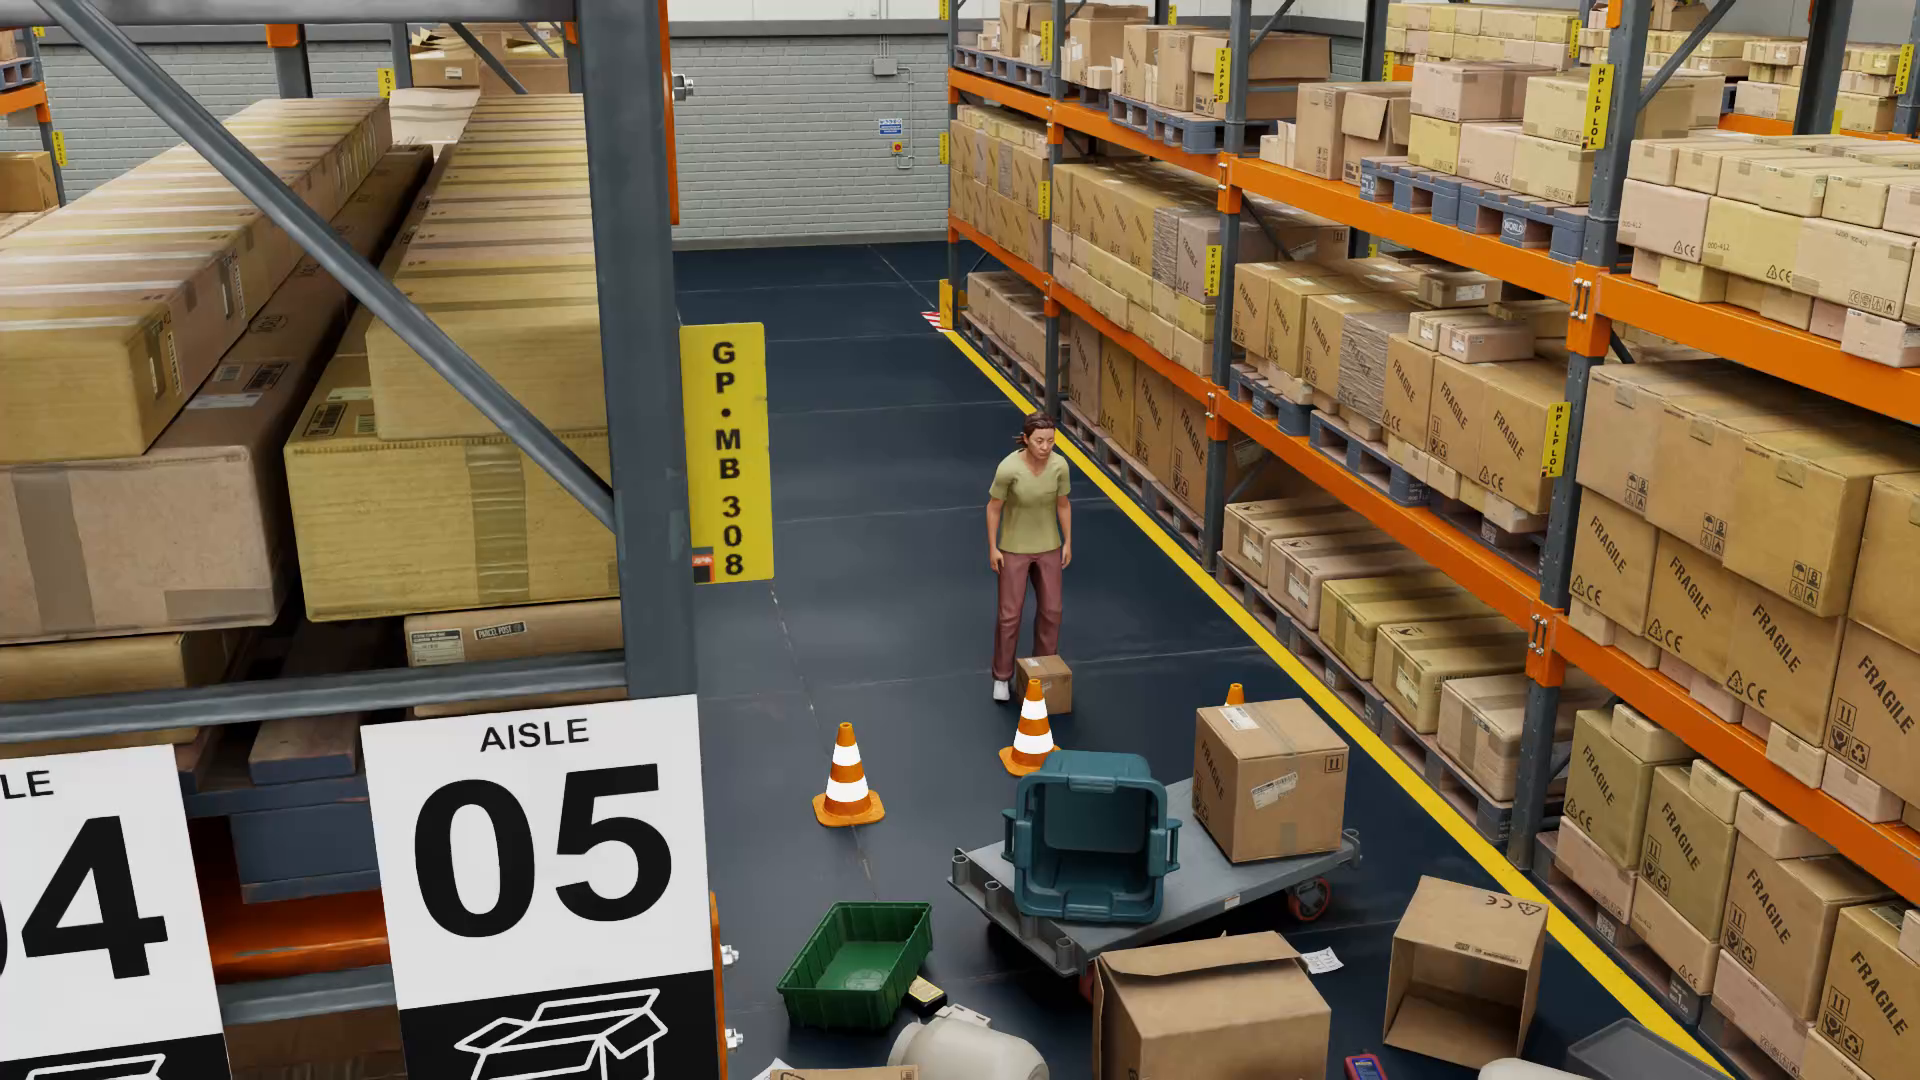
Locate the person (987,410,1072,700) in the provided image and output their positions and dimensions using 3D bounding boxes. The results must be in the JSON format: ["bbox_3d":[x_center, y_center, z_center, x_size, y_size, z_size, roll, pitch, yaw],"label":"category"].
[{"bbox_3d":[0.403,0.070,9.377,0.499,1.673,0.356,-5,20,-15],"label":"person"}]
